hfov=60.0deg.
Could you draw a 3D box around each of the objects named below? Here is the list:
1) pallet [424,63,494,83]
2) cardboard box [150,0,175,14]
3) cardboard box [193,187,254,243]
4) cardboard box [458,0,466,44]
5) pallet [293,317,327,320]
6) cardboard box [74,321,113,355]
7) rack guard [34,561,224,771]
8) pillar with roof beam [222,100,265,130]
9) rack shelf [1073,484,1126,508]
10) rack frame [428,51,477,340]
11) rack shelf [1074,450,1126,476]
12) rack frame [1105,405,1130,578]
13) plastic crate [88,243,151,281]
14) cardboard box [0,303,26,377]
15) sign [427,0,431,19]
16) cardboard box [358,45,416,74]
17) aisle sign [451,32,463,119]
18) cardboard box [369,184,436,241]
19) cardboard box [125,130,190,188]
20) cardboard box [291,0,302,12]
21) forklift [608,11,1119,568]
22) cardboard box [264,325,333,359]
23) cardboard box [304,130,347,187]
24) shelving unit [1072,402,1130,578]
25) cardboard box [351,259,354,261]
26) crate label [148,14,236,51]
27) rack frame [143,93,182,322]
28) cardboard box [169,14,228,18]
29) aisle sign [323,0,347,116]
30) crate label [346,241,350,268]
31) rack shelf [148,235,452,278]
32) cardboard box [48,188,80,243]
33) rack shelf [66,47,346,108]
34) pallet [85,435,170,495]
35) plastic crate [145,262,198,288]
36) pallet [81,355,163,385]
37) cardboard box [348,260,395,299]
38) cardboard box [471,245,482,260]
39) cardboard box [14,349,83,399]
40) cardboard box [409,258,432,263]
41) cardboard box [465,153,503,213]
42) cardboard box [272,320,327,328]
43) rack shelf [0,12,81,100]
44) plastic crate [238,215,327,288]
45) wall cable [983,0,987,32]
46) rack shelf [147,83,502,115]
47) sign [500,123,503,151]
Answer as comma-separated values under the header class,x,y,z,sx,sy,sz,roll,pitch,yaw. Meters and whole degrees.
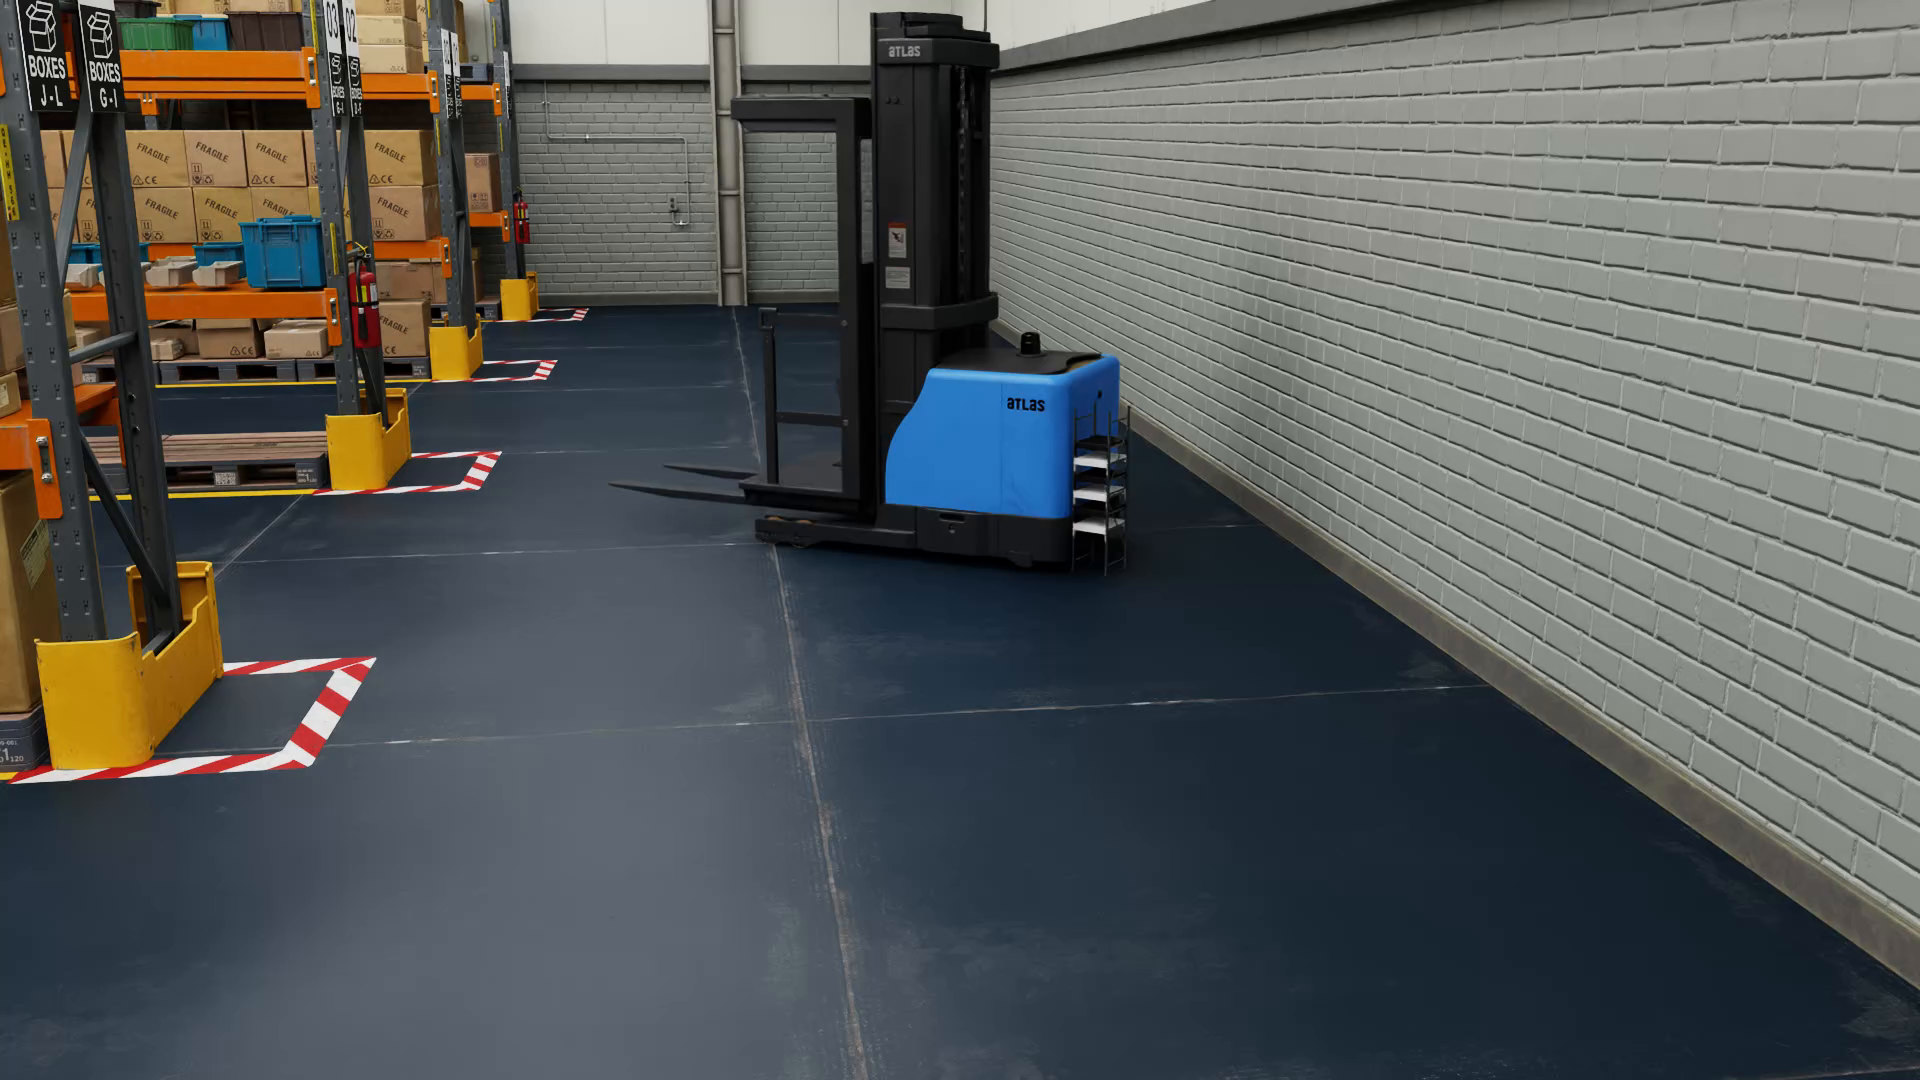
class,x,y,z,sx,sy,sz,roll,pitch,yaw
pallet,-6.320,-5.687,20.249,1.213,0.211,1.003,-2,14,-8
cardboard box,-7.317,-4.987,15.015,0.500,0.500,0.700,-2,14,-8
cardboard box,-6.754,-3.026,15.414,0.500,0.500,0.500,-2,14,-9
cardboard box,-6.346,-6.335,20.346,0.500,0.500,0.500,-3,14,-10
pallet,-7.571,-2.861,20.696,1.213,0.211,1.003,-2,14,-8
cardboard box,-8.281,-2.058,15.997,0.500,0.500,0.500,-2,14,-8
rack guard,-3.350,0.481,6.775,0.348,0.500,1.175,-2,14,-8
pillar with roof beam,-8.339,-6.268,16.215,0.400,9.000,9.100,-2,14,-8
rack shelf,0.759,-0.240,8.967,0.200,0.077,0.258,9,17,32
rack frame,-4.846,-3.113,15.970,0.127,3.000,1.000,-2,14,-8
rack shelf,0.759,-0.415,8.924,0.200,0.077,0.258,9,17,32
rack frame,0.844,-0.259,8.906,0.006,0.900,0.240,9,17,32
plastic crate,-5.707,-1.892,11.321,0.300,0.233,0.416,-2,14,-8
cardboard box,-3.814,-0.721,6.125,0.500,0.250,0.500,-2,14,-9
sign,-4.783,-4.864,14.962,0.005,0.325,0.100,-2,14,-8
cardboard box,-5.315,-4.414,15.296,0.500,0.250,0.500,-2,14,-8
aisle sign,-4.823,-4.447,15.945,0.004,0.787,0.394,-2,14,-8
cardboard box,-5.249,-3.080,15.632,0.500,0.500,0.500,-2,14,-7
cardboard box,-7.275,-3.489,15.205,0.500,0.500,0.500,-3,14,-10
cardboard box,-5.859,-5.082,15.390,0.500,0.500,0.700,-2,14,-8
forklift,-0.636,-1.483,9.611,3.031,2.935,1.130,6,15,22
cardboard box,-6.291,-1.887,15.828,0.500,0.250,0.500,-2,14,-8
cardboard box,-5.745,-3.546,15.434,0.500,0.500,0.500,-2,14,-7
shelving unit,0.759,-0.273,8.959,0.210,0.900,0.258,9,17,32
cardboard box,-7.425,-3.568,20.723,0.250,0.149,0.380,-2,14,-8
crate label,-5.073,-3.349,11.048,0.502,0.251,0.408,-2,14,-8
rack frame,-9.543,-4.160,20.143,0.127,3.000,1.000,-2,14,-8
cardboard box,-6.799,-4.603,15.024,0.500,0.250,0.500,-2,14,-8
aisle sign,-3.997,-3.115,10.632,0.004,0.787,0.394,-2,14,-8
crate label,-4.405,-1.940,11.512,0.303,0.233,0.416,-2,14,-8
rack shelf,-6.824,-2.692,15.768,4.000,0.370,1.077,-2,14,-8
cardboard box,-8.257,-2.970,15.192,0.500,0.500,0.500,-2,14,-7
rack shelf,-6.090,-2.955,10.652,4.000,0.370,1.077,-2,14,-8
pallet,-6.137,-0.505,11.303,1.213,0.211,1.003,-2,14,-8
plastic crate,-5.180,-1.743,10.924,0.243,0.136,0.396,-2,14,-8
pallet,-8.122,-1.640,15.829,1.213,0.211,1.003,-2,14,-8
cardboard box,-7.257,-3.210,20.631,0.500,0.500,0.700,-3,14,-10
cardboard box,-6.171,-3.614,20.908,0.250,0.149,0.380,-2,14,-8
cardboard box,-3.774,-0.675,6.764,0.250,0.149,0.380,-2,14,-8
cardboard box,-6.618,-3.503,20.467,0.250,0.149,0.380,-2,14,-7
cardboard box,-6.091,-4.429,20.601,0.700,0.700,0.980,-1,14,-6
cardboard box,-6.415,-2.005,16.300,0.500,0.250,0.500,-2,14,-8
rack shelf,-5.352,-1.764,5.901,4.000,0.370,1.077,-2,14,-8
plastic crate,-4.415,-1.911,10.979,0.499,0.435,0.616,-2,14,-8
wall cable,0.058,-5.828,20.843,0.112,2.526,3.097,-2,14,-8
rack shelf,-7.566,-5.338,20.154,4.000,0.370,1.077,-2,14,-8
sign,-5.521,-4.850,20.029,0.005,0.325,0.100,-2,14,-8
